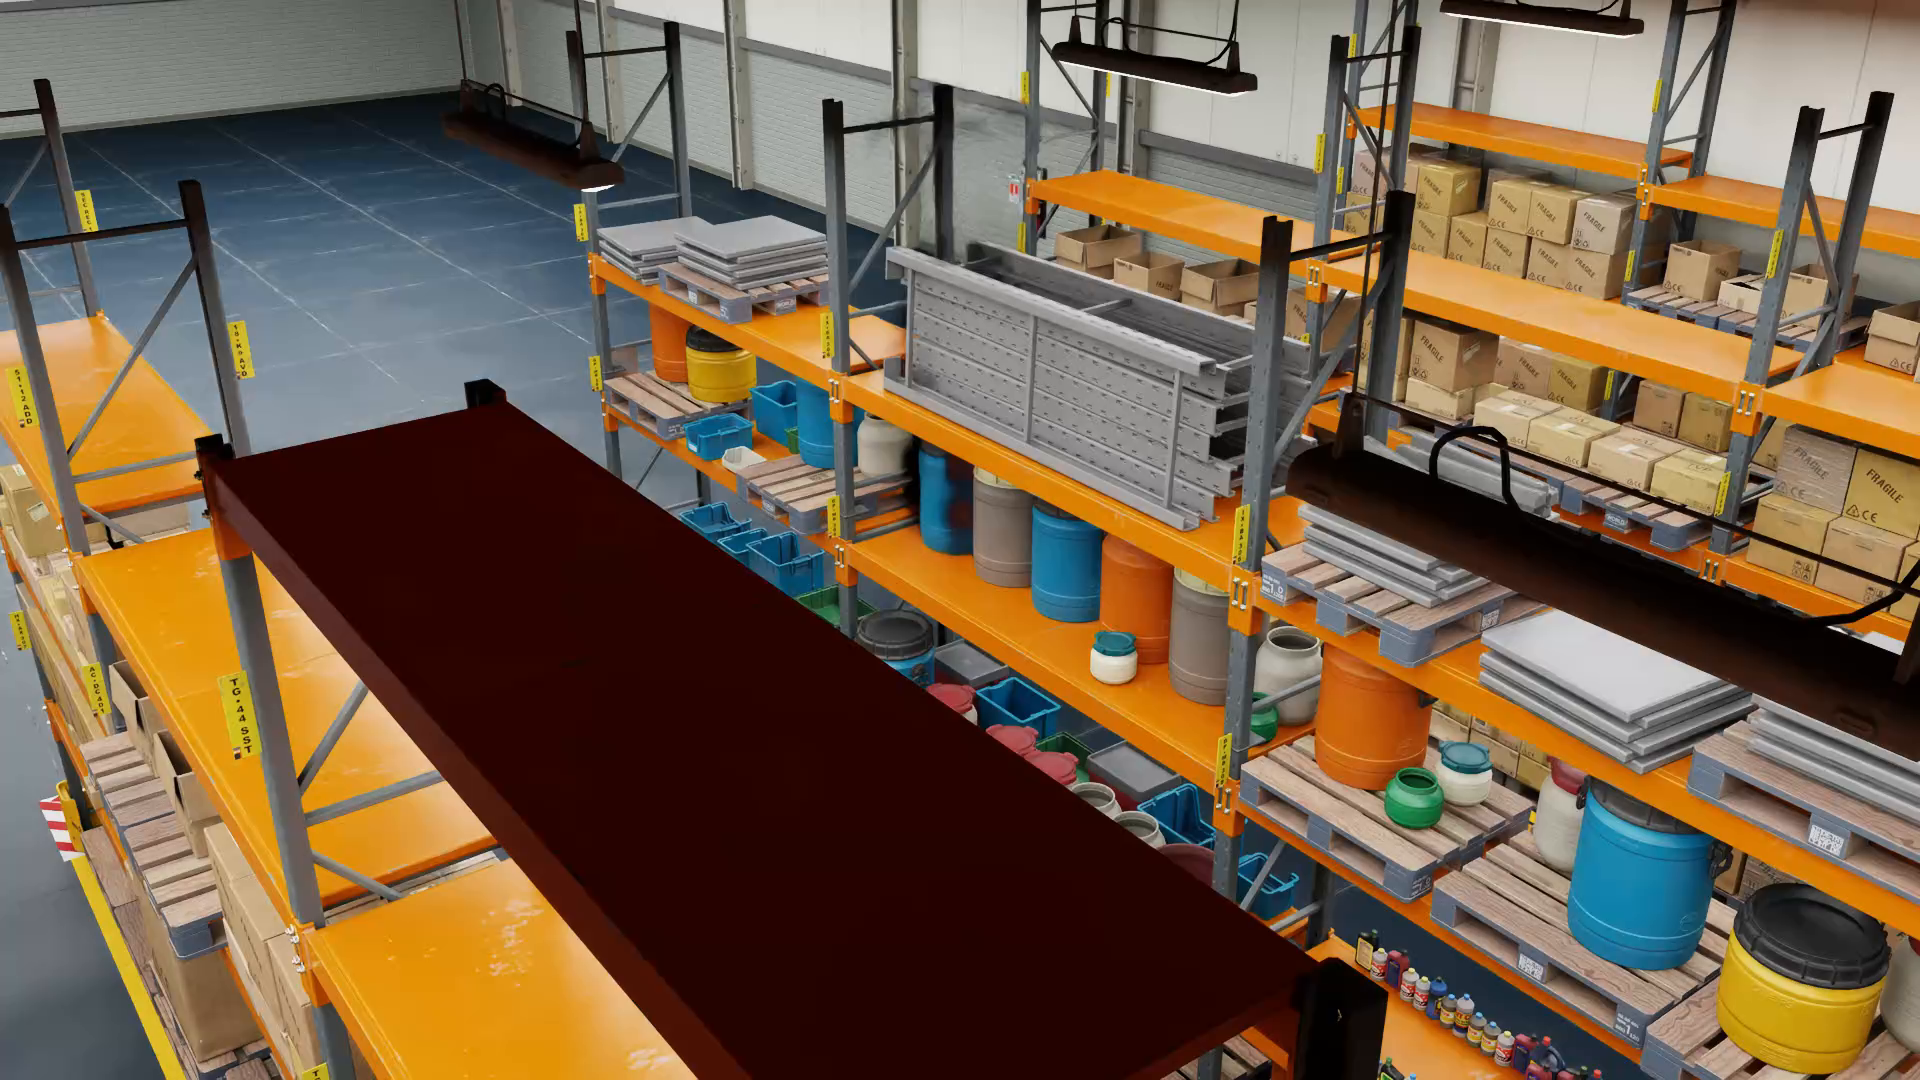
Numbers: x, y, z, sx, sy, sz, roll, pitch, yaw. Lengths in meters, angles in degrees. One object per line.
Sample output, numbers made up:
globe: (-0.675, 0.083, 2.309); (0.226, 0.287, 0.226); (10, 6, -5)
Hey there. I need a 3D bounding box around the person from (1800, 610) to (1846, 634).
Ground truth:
person: (7.071, 1.287, 14.114); (0.674, 1.814, 0.703); (-19, 31, -36)
